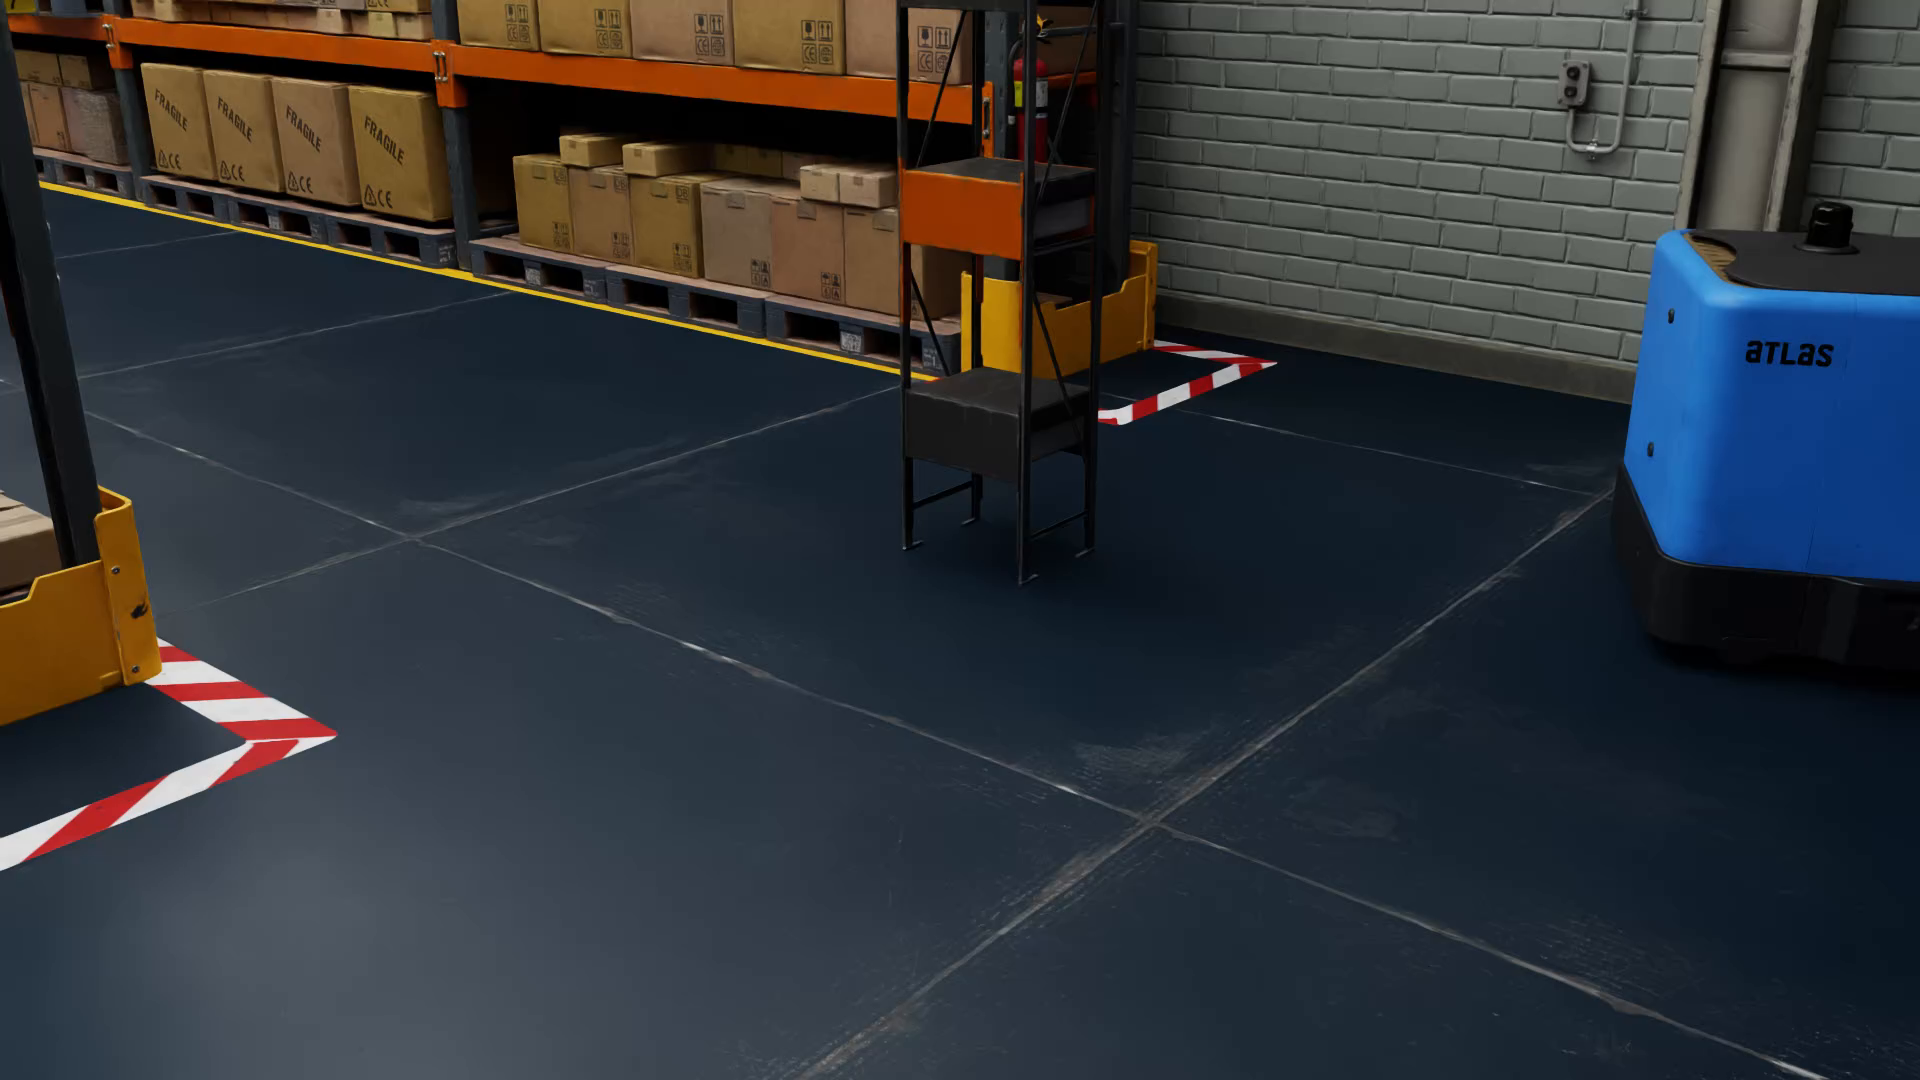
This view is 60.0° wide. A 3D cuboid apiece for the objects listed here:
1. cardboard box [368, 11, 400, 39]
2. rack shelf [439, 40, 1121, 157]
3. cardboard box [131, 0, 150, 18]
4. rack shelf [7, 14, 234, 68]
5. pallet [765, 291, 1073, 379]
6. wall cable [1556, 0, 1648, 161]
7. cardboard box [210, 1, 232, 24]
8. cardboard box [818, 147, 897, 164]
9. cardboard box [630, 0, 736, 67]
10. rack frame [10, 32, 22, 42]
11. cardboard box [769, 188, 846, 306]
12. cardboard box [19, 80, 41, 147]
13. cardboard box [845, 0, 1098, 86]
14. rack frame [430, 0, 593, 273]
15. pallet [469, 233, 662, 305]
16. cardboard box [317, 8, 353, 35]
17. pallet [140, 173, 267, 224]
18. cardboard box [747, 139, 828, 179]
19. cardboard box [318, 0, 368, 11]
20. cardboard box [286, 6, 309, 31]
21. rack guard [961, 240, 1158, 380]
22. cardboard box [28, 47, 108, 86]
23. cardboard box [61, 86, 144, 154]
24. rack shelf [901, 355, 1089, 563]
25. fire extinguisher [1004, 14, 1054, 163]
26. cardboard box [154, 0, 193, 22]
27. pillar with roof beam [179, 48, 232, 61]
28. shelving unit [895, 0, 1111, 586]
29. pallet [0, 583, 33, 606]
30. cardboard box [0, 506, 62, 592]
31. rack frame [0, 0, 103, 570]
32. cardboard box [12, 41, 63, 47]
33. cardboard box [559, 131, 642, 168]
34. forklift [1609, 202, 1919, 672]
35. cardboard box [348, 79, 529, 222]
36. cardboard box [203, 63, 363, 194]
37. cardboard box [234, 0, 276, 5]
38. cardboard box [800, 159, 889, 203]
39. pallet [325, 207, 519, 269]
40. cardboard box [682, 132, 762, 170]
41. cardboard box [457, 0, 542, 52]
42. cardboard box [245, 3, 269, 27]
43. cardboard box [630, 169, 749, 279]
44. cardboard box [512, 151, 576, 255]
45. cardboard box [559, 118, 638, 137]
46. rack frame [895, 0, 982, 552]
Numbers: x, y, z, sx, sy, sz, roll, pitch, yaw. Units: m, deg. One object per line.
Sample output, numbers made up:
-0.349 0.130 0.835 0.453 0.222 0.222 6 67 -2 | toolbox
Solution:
-3.287 -3.082 9.916 0.250 0.149 0.380 17 26 37 | cardboard box
-1.086 -2.359 8.692 4.000 0.370 1.077 16 26 36 | rack shelf
-5.626 -3.789 11.793 0.250 0.149 0.380 16 26 36 | cardboard box
-7.284 -4.144 13.425 4.000 0.370 1.077 16 26 36 | rack shelf
-0.206 -1.102 8.290 1.213 0.211 1.003 16 26 36 | pallet
2.053 -2.698 7.131 1.851 1.984 0.084 16 26 36 | wall cable
-4.805 -3.570 11.213 0.250 0.149 0.380 17 26 37 | cardboard box
-0.506 -1.904 8.495 0.250 0.149 0.380 16 26 37 | cardboard box
-1.094 -2.833 8.504 0.700 0.700 0.980 15 25 34 | cardboard box
-8.834 -4.927 14.482 0.127 3.000 1.000 16 26 36 | rack frame
-0.530 -1.517 8.387 0.500 0.500 0.700 16 26 36 | cardboard box
-7.451 -3.577 13.821 0.500 0.500 0.700 16 26 37 | cardboard box
0.062 -2.501 7.624 0.700 0.700 0.980 18 27 39 | cardboard box
-2.636 -3.142 9.749 0.127 3.000 1.000 16 26 36 | rack frame
-2.096 -1.646 9.734 1.213 0.211 1.003 16 26 36 | pallet
-3.701 -3.195 10.216 0.250 0.149 0.380 16 26 36 | cardboard box
-5.172 -2.533 12.086 1.213 0.211 1.003 16 26 36 | pallet
-0.903 -2.018 8.796 0.250 0.149 0.380 16 26 37 | cardboard box
-3.554 -3.482 10.060 0.500 0.500 0.500 16 26 37 | cardboard box
-4.033 -3.327 10.568 0.250 0.149 0.380 15 25 35 | cardboard box
0.482 -1.074 7.809 0.348 0.500 1.175 16 26 36 | rack guard
-7.129 -3.825 13.418 0.500 0.250 0.500 16 26 36 | cardboard box
-6.651 -3.364 13.256 0.500 0.500 0.700 16 26 36 | cardboard box
0.128 -0.278 5.452 0.480 0.518 0.431 16 26 36 | rack shelf
0.288 -1.879 7.038 0.183 0.674 0.296 16 26 36 | fire extinguisher
-5.284 -3.648 11.419 0.250 0.149 0.380 17 27 38 | cardboard box
-8.917 -6.191 9.332 0.400 9.000 9.100 16 26 36 | pillar with roof beam
0.128 -0.946 5.200 0.503 2.100 0.431 16 26 36 | shelving unit
-3.343 0.216 4.797 1.213 0.211 1.003 16 26 36 | pallet
-2.773 0.046 4.711 0.250 0.149 0.380 16 26 36 | cardboard box
-2.666 -0.894 3.789 0.127 3.000 1.000 16 26 36 | rack frame
-7.910 -4.057 14.031 0.500 0.250 0.500 15 26 35 | cardboard box
-1.971 -2.151 9.149 0.250 0.149 0.380 17 27 38 | cardboard box
3.543 -1.069 4.348 3.031 2.935 1.130 5 21 13 | forklift
-3.222 -2.442 10.344 0.750 0.750 0.750 16 26 37 | cardboard box
-4.573 -2.828 11.367 0.750 0.750 0.750 16 26 36 | cardboard box
-4.328 -3.707 10.655 0.500 0.500 0.500 17 27 38 | cardboard box
-0.556 -1.744 8.071 0.250 0.149 0.380 17 26 38 | cardboard box
-3.281 -1.989 10.643 1.213 0.211 1.003 16 26 36 | pallet
-1.299 -2.132 9.098 0.250 0.149 0.380 16 26 37 | cardboard box
-2.226 -3.157 9.363 0.700 0.700 0.980 17 26 37 | cardboard box
-4.431 -3.450 10.894 0.250 0.149 0.380 16 26 37 | cardboard box
-1.338 -1.746 8.994 0.500 0.500 0.700 17 26 37 | cardboard box
-2.121 -1.974 9.599 0.500 0.500 0.700 16 26 37 | cardboard box
-2.108 -2.364 9.714 0.250 0.149 0.380 16 26 36 | cardboard box
-0.061 -1.000 5.344 0.015 2.100 0.400 16 26 36 | rack frame
